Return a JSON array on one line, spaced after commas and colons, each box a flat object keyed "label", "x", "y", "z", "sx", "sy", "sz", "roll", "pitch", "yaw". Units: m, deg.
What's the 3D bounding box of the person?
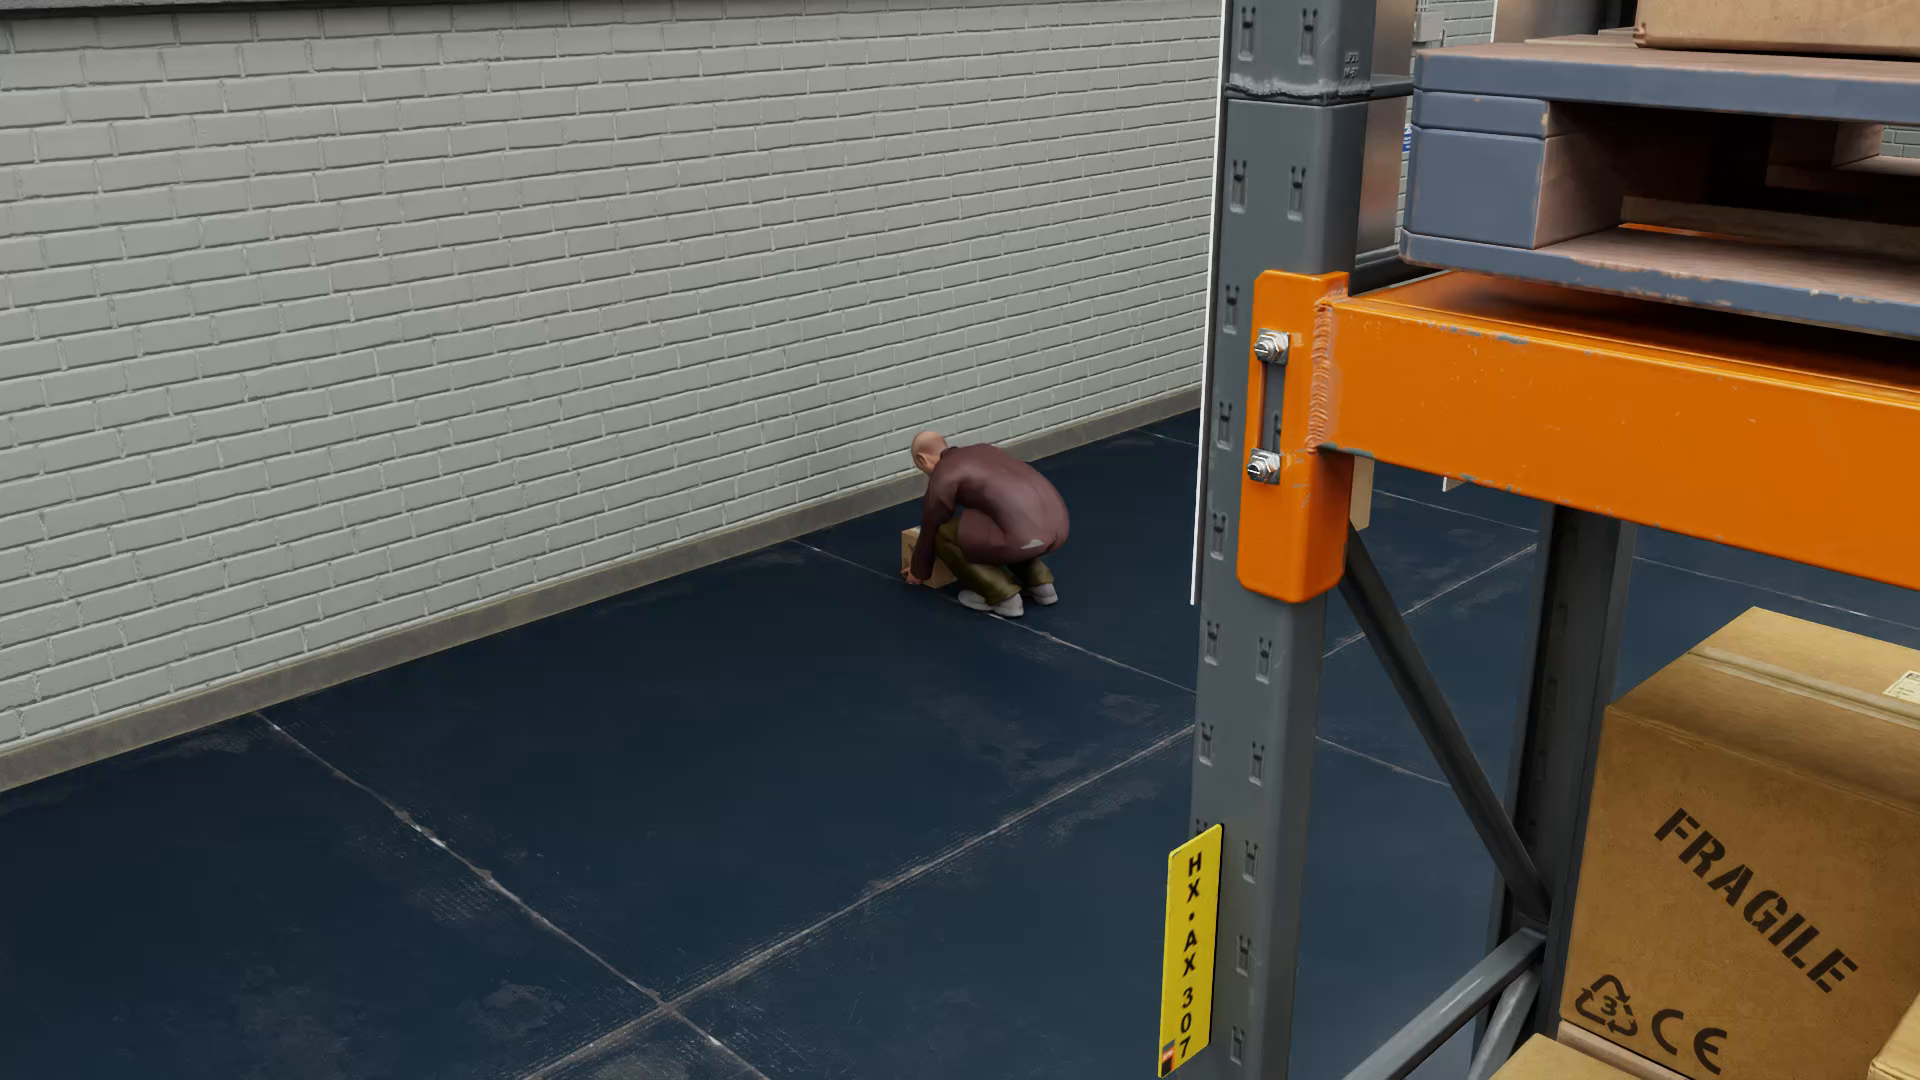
[{"label": "person", "x": 0.128, "y": -0.054, "z": 8.300, "sx": 0.922, "sy": 0.876, "sz": 0.581, "roll": 18, "pitch": 27, "yaw": 40}]
